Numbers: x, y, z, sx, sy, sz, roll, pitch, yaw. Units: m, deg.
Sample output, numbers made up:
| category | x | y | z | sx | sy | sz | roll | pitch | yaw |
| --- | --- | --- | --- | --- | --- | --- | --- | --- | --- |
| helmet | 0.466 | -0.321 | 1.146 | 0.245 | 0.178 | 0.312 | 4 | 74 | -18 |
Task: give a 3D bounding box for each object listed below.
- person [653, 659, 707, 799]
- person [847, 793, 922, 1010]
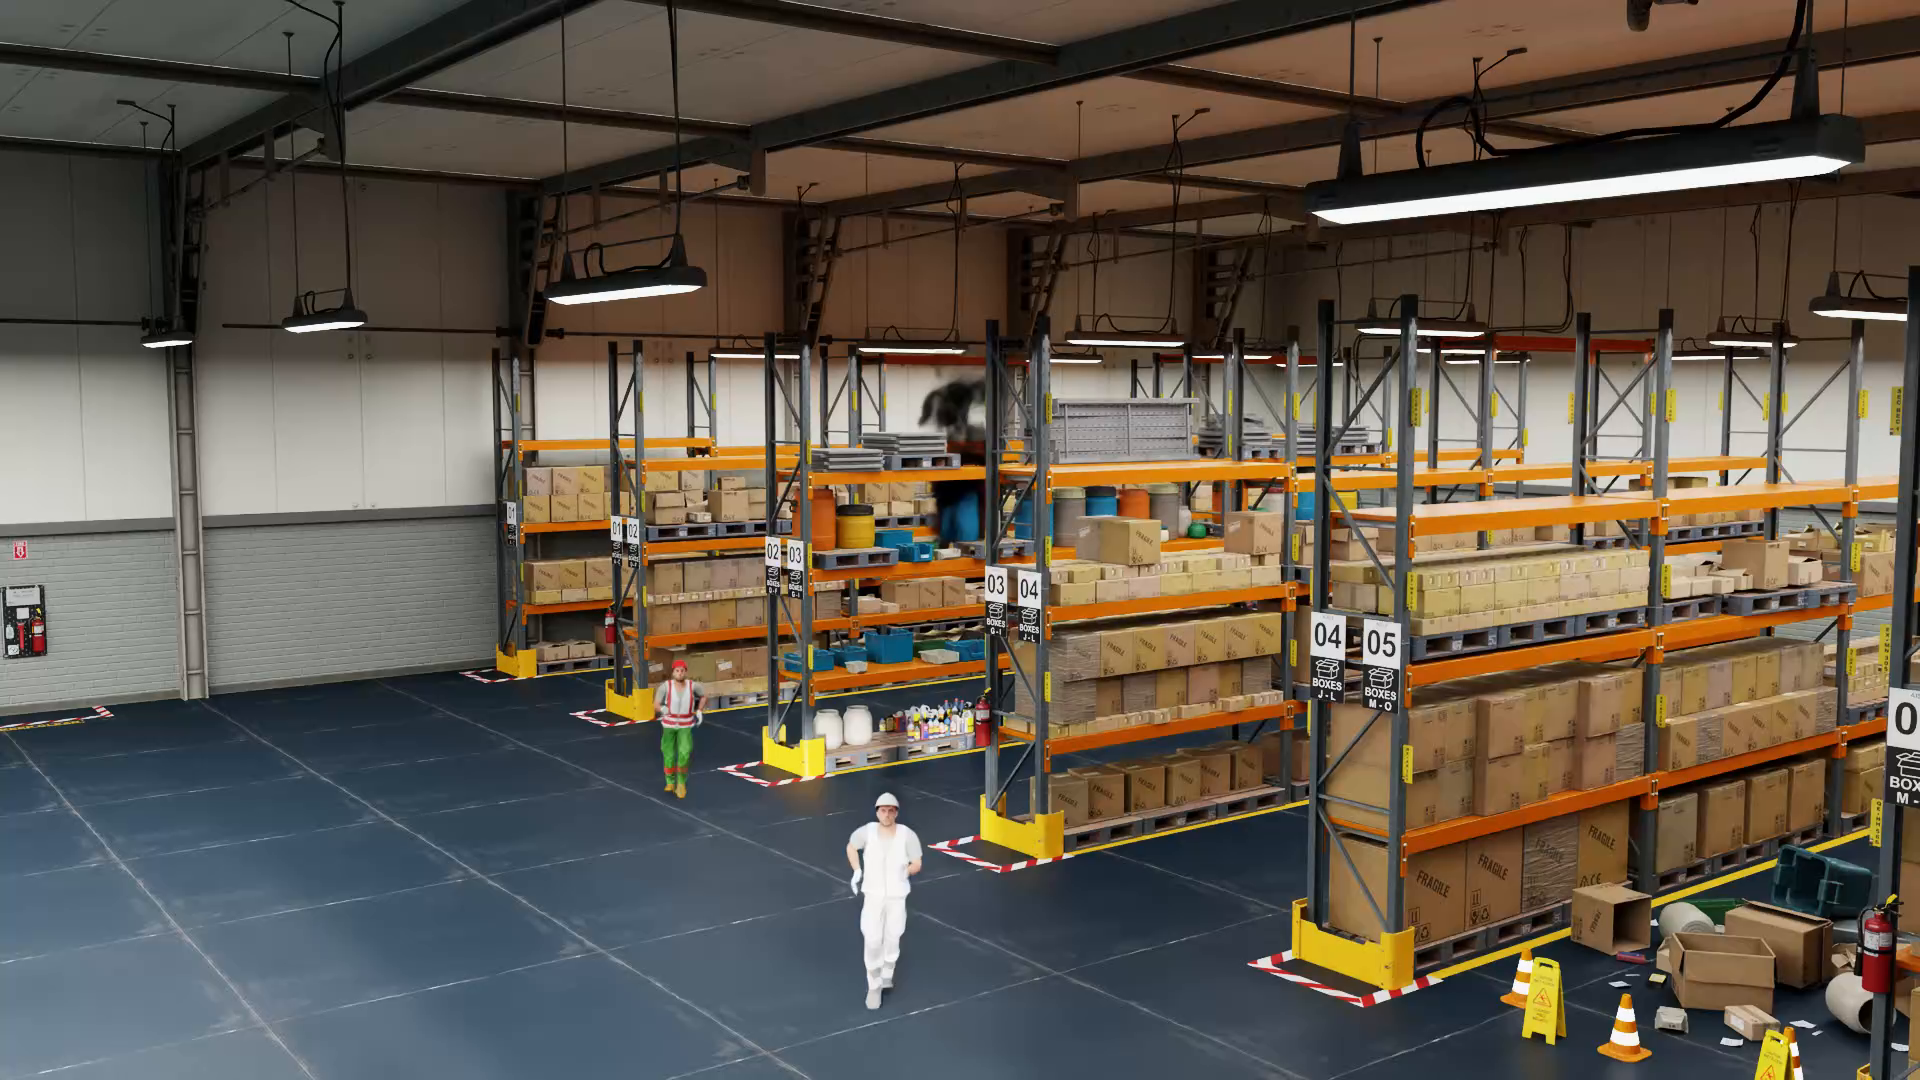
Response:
| category | x | y | z | sx | sy | sz | roll | pitch | yaw |
| --- | --- | --- | --- | --- | --- | --- | --- | --- | --- |
| person | -3.589 | 2.417 | 21.266 | 0.657 | 1.786 | 0.753 | 0 | 5 | -5 |
| person | -0.632 | 3.046 | 14.092 | 0.632 | 1.827 | 0.752 | 0 | 5 | -6 |
